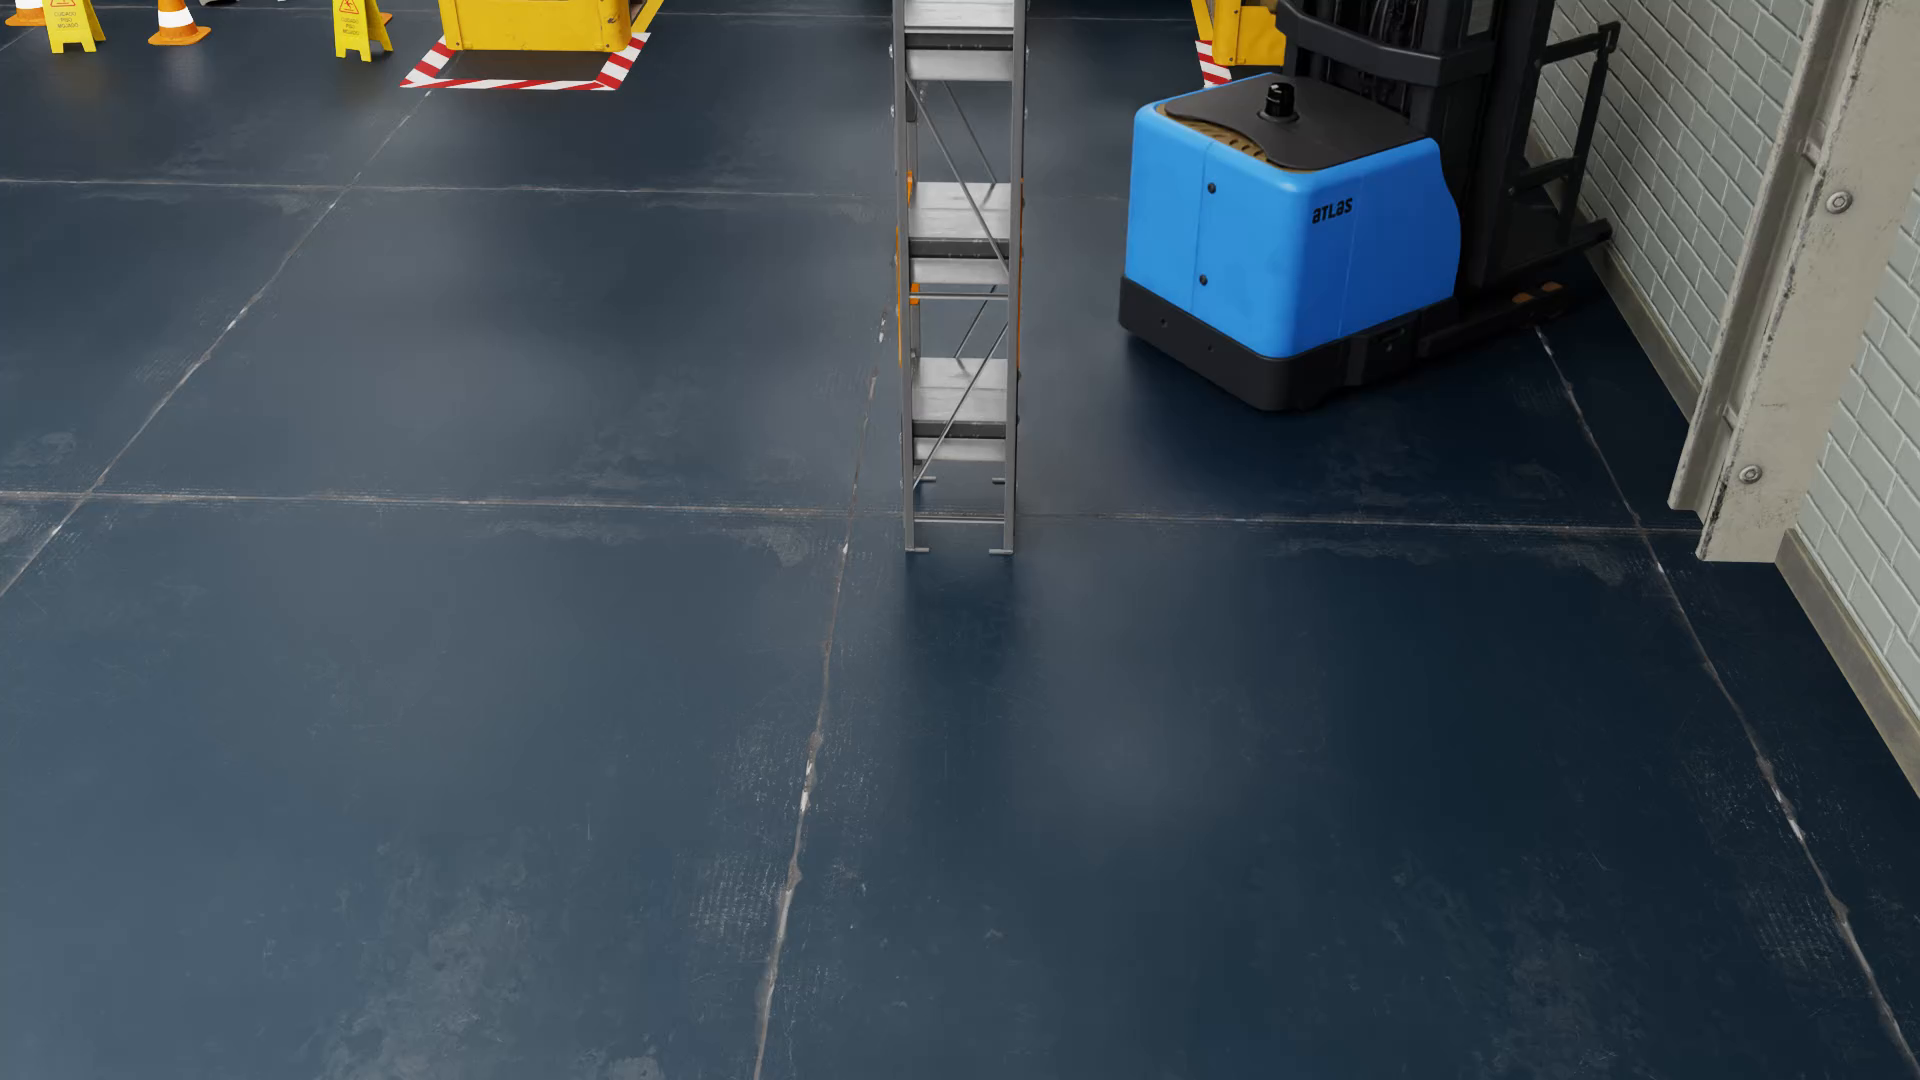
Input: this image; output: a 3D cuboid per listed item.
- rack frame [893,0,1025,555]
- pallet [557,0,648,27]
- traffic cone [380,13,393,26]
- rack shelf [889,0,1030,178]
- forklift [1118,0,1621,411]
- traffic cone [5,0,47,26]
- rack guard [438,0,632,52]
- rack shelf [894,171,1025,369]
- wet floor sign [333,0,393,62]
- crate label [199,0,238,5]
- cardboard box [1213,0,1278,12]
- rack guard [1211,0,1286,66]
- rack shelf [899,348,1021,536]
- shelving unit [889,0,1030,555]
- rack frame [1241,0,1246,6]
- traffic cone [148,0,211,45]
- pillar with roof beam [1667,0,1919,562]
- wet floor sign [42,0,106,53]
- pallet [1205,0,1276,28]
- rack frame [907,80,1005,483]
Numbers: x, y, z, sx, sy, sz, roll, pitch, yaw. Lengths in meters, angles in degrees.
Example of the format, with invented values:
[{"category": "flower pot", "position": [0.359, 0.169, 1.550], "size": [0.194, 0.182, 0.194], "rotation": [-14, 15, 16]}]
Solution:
[{"category": "rack frame", "position": [-0.003, -0.814, 5.582], "size": [0.400, 2.100, 0.015], "rotation": [1, 35, 2]}, {"category": "pallet", "position": [-2.682, -3.811, 11.489], "size": [1.003, 0.211, 1.213], "rotation": [1, 35, 2]}, {"category": "traffic cone", "position": [-4.025, -3.681, 11.086], "size": [0.336, 0.463, 0.334], "rotation": [1, 35, 2]}, {"category": "rack shelf", "position": [0.007, -1.516, 5.387], "size": [0.431, 0.518, 0.480], "rotation": [1, 35, 2]}, {"category": "forklift", "position": [2.221, -2.391, 7.103], "size": [3.031, 2.935, 1.130], "rotation": [-22, 40, -28]}, {"category": "traffic cone", "position": [-6.263, -3.733, 11.159], "size": [0.336, 0.463, 0.334], "rotation": [1, 35, 2]}, {"category": "rack guard", "position": [-2.750, -3.463, 10.743], "size": [1.175, 0.500, 0.348], "rotation": [1, 35, 2]}, {"category": "rack shelf", "position": [0.007, -0.943, 5.789], "size": [0.431, 0.518, 0.480], "rotation": [1, 35, 2]}, {"category": "wet floor sign", "position": [-3.830, -3.395, 10.519], "size": [0.267, 0.644, 0.232], "rotation": [13, 37, 18]}, {"category": "crate label", "position": [-5.178, -3.831, 11.582], "size": [0.250, 0.136, 0.298], "rotation": [-17, 38, -22]}, {"category": "cardboard box", "position": [1.910, -3.654, 10.866], "size": [0.500, 0.250, 0.500], "rotation": [2, 35, 2]}, {"category": "rack guard", "position": [2.206, -3.293, 10.501], "size": [1.175, 0.500, 0.348], "rotation": [1, 35, 2]}, {"category": "rack shelf", "position": [0.007, -0.370, 6.192], "size": [0.431, 0.518, 0.480], "rotation": [1, 35, 2]}, {"category": "shelving unit", "position": [0.007, -0.954, 5.782], "size": [0.431, 2.100, 0.503], "rotation": [1, 35, 2]}, {"category": "rack frame", "position": [2.207, -4.330, 9.802], "size": [1.000, 3.000, 0.127], "rotation": [1, 35, 2]}, {"category": "traffic cone", "position": [-5.147, -3.512, 10.844], "size": [0.336, 0.463, 0.334], "rotation": [1, 35, 2]}, {"category": "pillar with roof beam", "position": [-1.407, -3.816, 3.853], "size": [9.100, 9.000, 0.400], "rotation": [1, 35, 2]}, {"category": "wet floor sign", "position": [-5.726, -3.473, 10.630], "size": [0.267, 0.644, 0.232], "rotation": [-4, 35, -6]}, {"category": "pallet", "position": [2.196, -3.629, 11.230], "size": [1.003, 0.211, 1.213], "rotation": [1, 35, 2]}, {"category": "rack frame", "position": [0.016, -1.094, 5.981], "size": [0.400, 2.100, 0.015], "rotation": [1, 35, 2]}]
